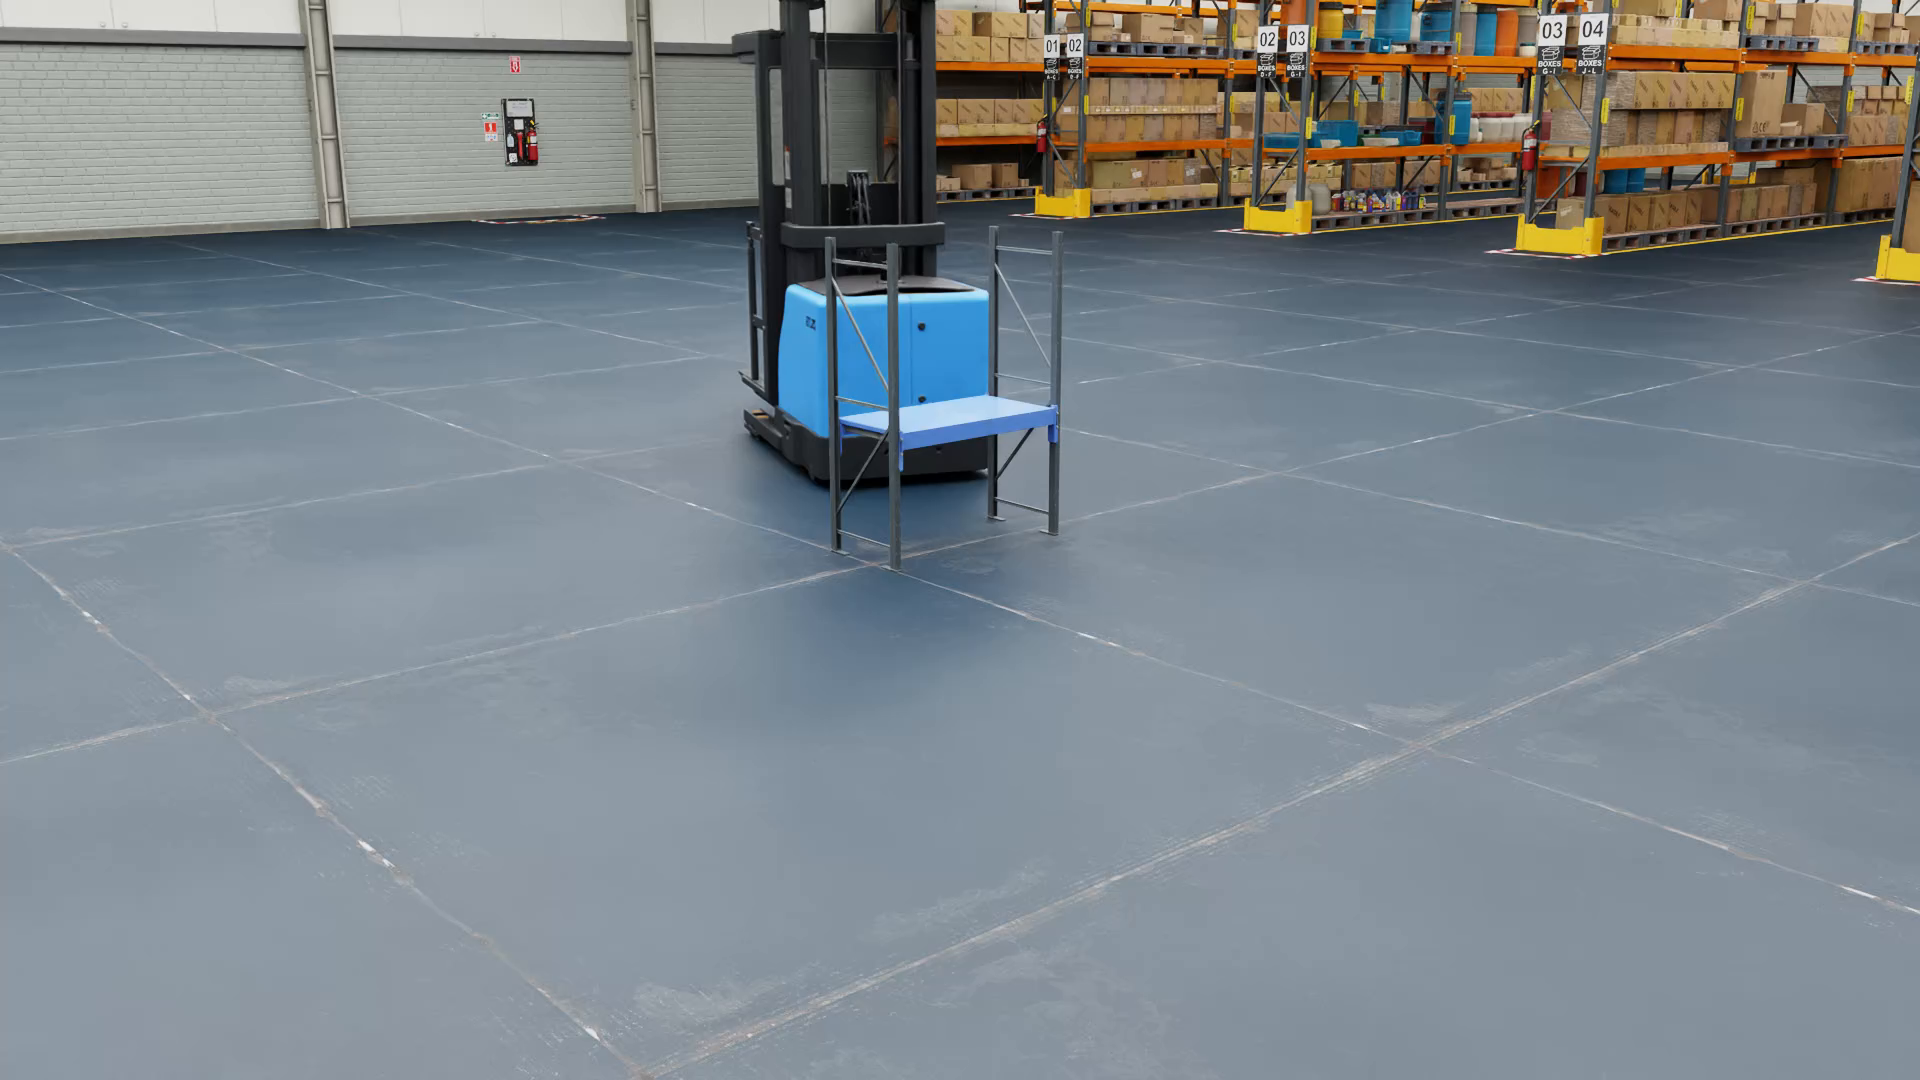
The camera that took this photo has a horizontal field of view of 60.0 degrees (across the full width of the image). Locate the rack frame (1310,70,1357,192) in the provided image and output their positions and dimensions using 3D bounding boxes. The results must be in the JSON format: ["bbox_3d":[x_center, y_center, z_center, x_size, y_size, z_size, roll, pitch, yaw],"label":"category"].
[{"bbox_3d":[7.940,-8.806,35.405,0.127,3.000,1.000,-13,19,-39],"label":"rack frame"}]

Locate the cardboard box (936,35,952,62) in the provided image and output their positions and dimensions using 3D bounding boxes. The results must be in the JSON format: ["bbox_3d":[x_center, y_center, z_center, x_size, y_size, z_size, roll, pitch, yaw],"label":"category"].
[{"bbox_3d":[-0.505,-10.014,33.881,0.500,0.500,0.500,-11,19,-36],"label":"cardboard box"}]

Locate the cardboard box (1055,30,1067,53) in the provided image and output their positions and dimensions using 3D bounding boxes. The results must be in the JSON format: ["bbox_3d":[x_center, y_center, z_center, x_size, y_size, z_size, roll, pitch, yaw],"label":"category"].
[{"bbox_3d":[2.133,-10.869,36.310,0.500,0.500,0.500,-9,18,-32],"label":"cardboard box"}]

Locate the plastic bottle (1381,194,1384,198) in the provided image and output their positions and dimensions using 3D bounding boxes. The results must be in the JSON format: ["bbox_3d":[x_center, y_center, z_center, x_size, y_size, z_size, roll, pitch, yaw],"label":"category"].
[{"bbox_3d":[7.291,-5.805,28.581,0.133,0.283,0.061,-13,19,-39],"label":"plastic bottle"}]

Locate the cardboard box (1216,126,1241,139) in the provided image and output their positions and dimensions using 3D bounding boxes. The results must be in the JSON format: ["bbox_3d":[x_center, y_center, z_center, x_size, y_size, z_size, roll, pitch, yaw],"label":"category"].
[{"bbox_3d":[5.265,-8.148,33.231,0.500,0.250,0.500,-11,19,-36],"label":"cardboard box"}]

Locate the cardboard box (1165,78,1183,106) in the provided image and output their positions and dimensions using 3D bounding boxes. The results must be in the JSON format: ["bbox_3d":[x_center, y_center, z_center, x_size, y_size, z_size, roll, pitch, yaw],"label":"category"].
[{"bbox_3d":[3.833,-8.556,31.763,0.500,0.500,0.700,-13,20,-39],"label":"cardboard box"}]

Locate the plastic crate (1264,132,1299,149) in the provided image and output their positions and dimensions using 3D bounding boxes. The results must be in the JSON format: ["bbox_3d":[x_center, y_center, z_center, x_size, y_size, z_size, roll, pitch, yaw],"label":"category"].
[{"bbox_3d":[5.335,-6.557,27.273,0.616,0.251,0.499,-13,19,-39],"label":"plastic crate"}]

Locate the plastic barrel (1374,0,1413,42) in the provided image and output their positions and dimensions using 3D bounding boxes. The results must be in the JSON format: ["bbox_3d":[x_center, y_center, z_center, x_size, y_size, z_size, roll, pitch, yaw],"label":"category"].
[{"bbox_3d":[7.350,-8.910,28.196,0.708,0.901,0.600,-13,19,-39],"label":"plastic barrel"}]

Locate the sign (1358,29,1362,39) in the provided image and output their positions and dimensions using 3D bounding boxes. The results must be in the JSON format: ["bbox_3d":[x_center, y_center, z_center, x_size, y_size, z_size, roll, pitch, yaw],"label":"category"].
[{"bbox_3d":[8.298,-10.434,34.531,0.005,0.325,0.100,-13,19,-39],"label":"sign"}]

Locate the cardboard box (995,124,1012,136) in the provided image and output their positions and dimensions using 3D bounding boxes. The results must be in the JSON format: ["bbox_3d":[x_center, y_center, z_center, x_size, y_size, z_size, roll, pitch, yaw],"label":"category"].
[{"bbox_3d":[0.759,-8.719,35.331,0.500,0.250,0.500,-13,20,-40],"label":"cardboard box"}]

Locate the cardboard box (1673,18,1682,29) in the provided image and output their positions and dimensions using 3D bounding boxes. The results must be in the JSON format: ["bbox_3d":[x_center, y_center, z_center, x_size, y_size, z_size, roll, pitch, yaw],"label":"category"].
[{"bbox_3d":[10.115,-7.404,23.863,0.250,0.149,0.380,-14,20,-41],"label":"cardboard box"}]

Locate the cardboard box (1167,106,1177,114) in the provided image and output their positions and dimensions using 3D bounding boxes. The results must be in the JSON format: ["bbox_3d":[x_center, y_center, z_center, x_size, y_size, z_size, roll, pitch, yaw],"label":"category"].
[{"bbox_3d":[3.899,-8.187,31.638,0.250,0.149,0.380,-12,19,-38],"label":"cardboard box"}]

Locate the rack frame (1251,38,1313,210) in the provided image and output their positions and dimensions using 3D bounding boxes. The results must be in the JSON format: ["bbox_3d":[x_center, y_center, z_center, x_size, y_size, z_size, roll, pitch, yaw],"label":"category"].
[{"bbox_3d":[5.154,-6.486,26.719,0.127,3.000,1.000,-13,19,-39],"label":"rack frame"}]

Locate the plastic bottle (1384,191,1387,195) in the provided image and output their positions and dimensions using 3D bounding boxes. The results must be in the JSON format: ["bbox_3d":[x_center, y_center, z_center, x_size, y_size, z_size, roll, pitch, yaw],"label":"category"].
[{"bbox_3d":[7.488,-6.014,29.364,0.133,0.283,0.061,-13,19,-39],"label":"plastic bottle"}]

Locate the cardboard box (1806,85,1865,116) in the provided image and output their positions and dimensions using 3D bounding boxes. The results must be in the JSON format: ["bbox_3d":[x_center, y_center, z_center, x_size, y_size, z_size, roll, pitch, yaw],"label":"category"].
[{"bbox_3d":[15.002,-7.530,28.492,0.637,0.503,0.797,-12,19,-38],"label":"cardboard box"}]

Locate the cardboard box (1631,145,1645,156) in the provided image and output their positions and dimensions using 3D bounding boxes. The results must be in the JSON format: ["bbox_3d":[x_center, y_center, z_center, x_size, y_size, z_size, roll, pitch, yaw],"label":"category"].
[{"bbox_3d":[9.545,-5.567,23.767,0.250,0.149,0.380,-13,19,-39],"label":"cardboard box"}]

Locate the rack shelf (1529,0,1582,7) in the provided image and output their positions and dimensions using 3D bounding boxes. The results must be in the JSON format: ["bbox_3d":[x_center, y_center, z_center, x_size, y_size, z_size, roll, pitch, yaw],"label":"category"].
[{"bbox_3d":[9.680,-9.860,29.894,4.000,0.370,1.077,-13,19,-39],"label":"rack shelf"}]

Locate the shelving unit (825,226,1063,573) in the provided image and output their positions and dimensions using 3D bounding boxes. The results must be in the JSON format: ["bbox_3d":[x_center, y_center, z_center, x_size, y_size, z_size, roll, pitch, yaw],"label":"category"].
[{"bbox_3d":[-0.064,-0.710,8.002,1.048,1.500,0.538,-13,19,-39],"label":"shelving unit"}]

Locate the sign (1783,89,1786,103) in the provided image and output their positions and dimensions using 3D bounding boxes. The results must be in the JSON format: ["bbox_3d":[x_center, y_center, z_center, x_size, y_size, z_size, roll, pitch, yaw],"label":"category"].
[{"bbox_3d":[14.073,-7.544,28.435,0.005,0.325,0.100,-13,19,-39],"label":"sign"}]

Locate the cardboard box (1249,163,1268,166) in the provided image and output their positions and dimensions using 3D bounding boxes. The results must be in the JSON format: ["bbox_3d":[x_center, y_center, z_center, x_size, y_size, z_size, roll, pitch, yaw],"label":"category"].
[{"bbox_3d":[6.188,-7.656,34.527,0.500,0.311,0.500,-13,20,-40],"label":"cardboard box"}]

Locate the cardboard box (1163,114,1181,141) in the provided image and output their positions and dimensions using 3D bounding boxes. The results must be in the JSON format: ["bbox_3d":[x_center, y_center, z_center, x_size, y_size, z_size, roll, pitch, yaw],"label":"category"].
[{"bbox_3d":[3.817,-7.925,31.914,0.500,0.500,0.700,-12,19,-39],"label":"cardboard box"}]

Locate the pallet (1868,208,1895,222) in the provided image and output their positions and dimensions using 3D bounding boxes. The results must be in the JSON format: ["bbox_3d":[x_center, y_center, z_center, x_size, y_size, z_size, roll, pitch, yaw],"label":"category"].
[{"bbox_3d":[16.004,-5.854,29.757,1.213,0.211,1.003,-13,19,-39],"label":"pallet"}]

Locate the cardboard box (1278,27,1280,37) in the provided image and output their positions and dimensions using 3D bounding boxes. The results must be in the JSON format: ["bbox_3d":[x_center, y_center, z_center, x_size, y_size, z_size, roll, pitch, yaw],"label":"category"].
[{"bbox_3d":[8.077,-12.601,41.631,0.500,0.500,0.500,-13,20,-40],"label":"cardboard box"}]

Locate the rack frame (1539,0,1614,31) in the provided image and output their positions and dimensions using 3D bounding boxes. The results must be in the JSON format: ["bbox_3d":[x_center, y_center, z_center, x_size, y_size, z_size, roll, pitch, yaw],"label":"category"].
[{"bbox_3d":[8.405,-8.420,22.334,0.127,3.000,1.000,-13,19,-39],"label":"rack frame"}]

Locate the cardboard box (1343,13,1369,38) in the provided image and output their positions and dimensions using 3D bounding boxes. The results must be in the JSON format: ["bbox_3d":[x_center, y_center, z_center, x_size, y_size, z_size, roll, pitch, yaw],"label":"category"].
[{"bbox_3d":[8.273,-10.859,35.148,0.500,0.500,0.500,-13,19,-39],"label":"cardboard box"}]

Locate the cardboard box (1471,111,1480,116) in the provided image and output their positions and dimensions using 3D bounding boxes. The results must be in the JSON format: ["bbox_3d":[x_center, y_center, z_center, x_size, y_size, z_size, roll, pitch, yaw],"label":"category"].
[{"bbox_3d":[11.521,-9.565,38.053,0.500,0.500,0.500,-12,19,-38],"label":"cardboard box"}]

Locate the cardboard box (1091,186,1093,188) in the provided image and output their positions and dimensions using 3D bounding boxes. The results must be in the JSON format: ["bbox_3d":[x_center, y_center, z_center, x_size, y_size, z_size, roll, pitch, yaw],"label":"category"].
[{"bbox_3d":[2.485,-6.561,31.513,0.500,0.250,0.500,-13,19,-39],"label":"cardboard box"}]

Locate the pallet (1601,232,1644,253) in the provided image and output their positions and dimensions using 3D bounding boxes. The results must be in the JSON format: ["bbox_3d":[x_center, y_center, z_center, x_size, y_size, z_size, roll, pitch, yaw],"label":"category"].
[{"bbox_3d":[9.099,-4.318,24.006,1.213,0.211,1.003,-13,19,-39],"label":"pallet"}]

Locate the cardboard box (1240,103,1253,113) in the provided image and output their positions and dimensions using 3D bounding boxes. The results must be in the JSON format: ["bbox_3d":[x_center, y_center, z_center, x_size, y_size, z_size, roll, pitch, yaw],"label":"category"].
[{"bbox_3d":[6.757,-10.350,40.376,0.500,0.500,0.500,-13,19,-39],"label":"cardboard box"}]

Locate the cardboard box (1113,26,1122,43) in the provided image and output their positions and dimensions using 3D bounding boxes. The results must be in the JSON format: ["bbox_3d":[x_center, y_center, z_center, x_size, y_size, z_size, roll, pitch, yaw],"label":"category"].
[{"bbox_3d":[3.020,-9.468,31.158,0.500,0.311,0.500,-10,18,-33],"label":"cardboard box"}]

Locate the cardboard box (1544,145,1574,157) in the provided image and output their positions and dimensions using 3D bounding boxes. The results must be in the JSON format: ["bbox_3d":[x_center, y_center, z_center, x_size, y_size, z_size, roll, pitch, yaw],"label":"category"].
[{"bbox_3d":[8.485,-5.489,23.472,0.250,0.149,0.380,-13,19,-39],"label":"cardboard box"}]

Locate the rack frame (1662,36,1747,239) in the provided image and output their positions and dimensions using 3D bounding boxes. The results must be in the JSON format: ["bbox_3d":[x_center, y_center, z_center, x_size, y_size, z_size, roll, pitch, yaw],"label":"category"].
[{"bbox_3d":[11.423,-6.199,25.645,0.127,3.000,1.000,-13,19,-39],"label":"rack frame"}]

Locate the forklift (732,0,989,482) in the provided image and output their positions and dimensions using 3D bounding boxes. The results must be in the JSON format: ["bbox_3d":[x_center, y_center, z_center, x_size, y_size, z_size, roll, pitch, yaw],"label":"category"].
[{"bbox_3d":[-0.764,-2.079,10.354,1.130,2.935,3.031,-5,16,-19],"label":"forklift"}]

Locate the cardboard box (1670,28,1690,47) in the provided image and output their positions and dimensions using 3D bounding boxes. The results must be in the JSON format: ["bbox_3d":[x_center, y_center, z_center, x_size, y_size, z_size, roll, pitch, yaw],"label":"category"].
[{"bbox_3d":[10.089,-7.190,23.835,0.500,0.250,0.500,-12,19,-38],"label":"cardboard box"}]

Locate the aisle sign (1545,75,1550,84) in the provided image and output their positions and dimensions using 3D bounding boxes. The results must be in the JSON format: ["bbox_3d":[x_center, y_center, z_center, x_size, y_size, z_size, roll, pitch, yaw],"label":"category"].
[{"bbox_3d":[14.228,-11.369,39.963,0.004,0.787,0.394,-13,19,-39],"label":"aisle sign"}]

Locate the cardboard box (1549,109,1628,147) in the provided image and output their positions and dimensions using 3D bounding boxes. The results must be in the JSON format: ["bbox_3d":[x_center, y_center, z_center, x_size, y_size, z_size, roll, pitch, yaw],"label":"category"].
[{"bbox_3d":[8.838,-5.801,23.386,0.500,0.500,0.875,-13,19,-39],"label":"cardboard box"}]

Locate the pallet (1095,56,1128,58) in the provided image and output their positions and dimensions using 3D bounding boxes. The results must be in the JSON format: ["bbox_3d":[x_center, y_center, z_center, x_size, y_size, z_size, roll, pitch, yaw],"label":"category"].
[{"bbox_3d":[2.984,-10.711,37.087,1.003,0.211,1.213,-13,19,-39],"label":"pallet"}]

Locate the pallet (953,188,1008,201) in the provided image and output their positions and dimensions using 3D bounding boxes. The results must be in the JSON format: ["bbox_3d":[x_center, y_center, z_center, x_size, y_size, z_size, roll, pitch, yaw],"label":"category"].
[{"bbox_3d":[0.264,-7.416,35.606,1.213,0.211,1.003,-13,19,-39],"label":"pallet"}]

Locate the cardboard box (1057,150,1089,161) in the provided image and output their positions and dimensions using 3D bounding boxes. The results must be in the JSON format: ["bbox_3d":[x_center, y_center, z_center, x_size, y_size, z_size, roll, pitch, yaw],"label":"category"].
[{"bbox_3d":[2.542,-8.662,37.406,0.500,0.250,0.500,-13,20,-41],"label":"cardboard box"}]

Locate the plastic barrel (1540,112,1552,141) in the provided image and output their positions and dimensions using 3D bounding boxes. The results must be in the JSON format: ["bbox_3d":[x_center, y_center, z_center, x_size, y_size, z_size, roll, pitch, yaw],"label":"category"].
[{"bbox_3d":[11.038,-7.769,31.259,0.708,0.536,0.600,-13,19,-39],"label":"plastic barrel"}]

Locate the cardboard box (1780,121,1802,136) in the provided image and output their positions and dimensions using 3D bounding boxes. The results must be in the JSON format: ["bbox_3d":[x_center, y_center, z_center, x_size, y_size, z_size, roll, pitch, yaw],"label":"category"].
[{"bbox_3d":[13.360,-6.680,26.891,0.258,0.266,0.396,-13,20,-41],"label":"cardboard box"}]

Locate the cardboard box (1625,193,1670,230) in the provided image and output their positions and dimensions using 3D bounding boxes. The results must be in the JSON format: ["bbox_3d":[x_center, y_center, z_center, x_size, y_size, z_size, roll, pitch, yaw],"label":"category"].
[{"bbox_3d":[10.251,-4.915,24.870,0.500,0.500,0.500,14,20,42],"label":"cardboard box"}]

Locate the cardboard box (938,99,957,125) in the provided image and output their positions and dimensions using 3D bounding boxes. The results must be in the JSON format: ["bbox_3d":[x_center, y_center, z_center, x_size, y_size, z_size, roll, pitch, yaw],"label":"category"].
[{"bbox_3d":[-0.413,-8.818,34.249,0.500,0.500,0.500,-13,19,-39],"label":"cardboard box"}]

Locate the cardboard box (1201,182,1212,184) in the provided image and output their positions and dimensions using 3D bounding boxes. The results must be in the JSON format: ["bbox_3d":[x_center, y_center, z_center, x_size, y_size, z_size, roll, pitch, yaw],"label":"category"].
[{"bbox_3d":[5.045,-7.129,33.643,0.500,0.250,0.500,-13,20,-40],"label":"cardboard box"}]

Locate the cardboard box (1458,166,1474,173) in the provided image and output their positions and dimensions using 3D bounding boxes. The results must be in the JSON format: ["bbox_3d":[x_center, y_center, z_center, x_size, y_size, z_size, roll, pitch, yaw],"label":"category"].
[{"bbox_3d":[11.767,-8.676,39.275,0.500,0.311,0.500,-13,19,-39],"label":"cardboard box"}]

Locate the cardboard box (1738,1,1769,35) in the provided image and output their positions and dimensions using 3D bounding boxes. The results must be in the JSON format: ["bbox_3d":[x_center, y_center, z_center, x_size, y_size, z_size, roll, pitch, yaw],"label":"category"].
[{"bbox_3d":[11.842,-7.961,25.417,0.637,0.503,0.797,-14,20,-42],"label":"cardboard box"}]

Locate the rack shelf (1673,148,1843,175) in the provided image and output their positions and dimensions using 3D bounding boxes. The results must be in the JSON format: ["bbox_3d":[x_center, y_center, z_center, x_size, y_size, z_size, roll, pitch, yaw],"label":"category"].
[{"bbox_3d":[12.931,-6.190,27.007,4.000,0.370,1.077,-13,19,-39],"label":"rack shelf"}]

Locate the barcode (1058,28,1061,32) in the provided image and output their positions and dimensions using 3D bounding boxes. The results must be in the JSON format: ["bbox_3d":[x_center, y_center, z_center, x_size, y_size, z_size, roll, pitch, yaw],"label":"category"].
[{"bbox_3d":[1.816,-9.325,30.412,0.075,0.075,0.001,-13,19,-39],"label":"barcode"}]

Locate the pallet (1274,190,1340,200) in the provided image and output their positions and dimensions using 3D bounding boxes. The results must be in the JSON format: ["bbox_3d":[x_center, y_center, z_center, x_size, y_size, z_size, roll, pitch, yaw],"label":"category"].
[{"bbox_3d":[7.294,-7.327,35.271,1.213,0.211,1.003,-13,19,-39],"label":"pallet"}]

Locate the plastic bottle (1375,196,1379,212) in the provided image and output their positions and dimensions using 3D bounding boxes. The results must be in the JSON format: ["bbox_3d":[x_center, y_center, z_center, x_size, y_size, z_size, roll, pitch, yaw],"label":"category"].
[{"bbox_3d":[7.060,-5.702,28.217,0.097,0.271,0.097,0,15,0],"label":"plastic bottle"}]

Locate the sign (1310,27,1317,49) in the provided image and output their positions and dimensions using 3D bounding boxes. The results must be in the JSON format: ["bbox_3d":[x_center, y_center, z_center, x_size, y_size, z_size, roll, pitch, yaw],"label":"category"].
[{"bbox_3d":[5.512,-7.831,25.927,0.005,0.325,0.100,-13,19,-39],"label":"sign"}]

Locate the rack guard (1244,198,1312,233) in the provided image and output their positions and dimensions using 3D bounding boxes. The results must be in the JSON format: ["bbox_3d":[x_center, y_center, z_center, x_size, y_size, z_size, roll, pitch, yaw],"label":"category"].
[{"bbox_3d":[5.180,-5.300,27.124,0.348,0.500,1.175,-13,19,-39],"label":"rack guard"}]

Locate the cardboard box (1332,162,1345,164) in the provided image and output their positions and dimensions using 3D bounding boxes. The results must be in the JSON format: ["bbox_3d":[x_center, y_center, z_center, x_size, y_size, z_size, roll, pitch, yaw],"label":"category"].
[{"bbox_3d":[8.492,-8.015,36.435,0.500,0.500,0.500,-12,19,-37],"label":"cardboard box"}]

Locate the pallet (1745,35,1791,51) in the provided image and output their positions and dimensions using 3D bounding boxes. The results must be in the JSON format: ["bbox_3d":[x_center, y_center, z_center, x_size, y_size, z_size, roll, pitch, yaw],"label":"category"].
[{"bbox_3d":[11.958,-7.641,25.596,1.003,0.211,1.213,-13,19,-39],"label":"pallet"}]

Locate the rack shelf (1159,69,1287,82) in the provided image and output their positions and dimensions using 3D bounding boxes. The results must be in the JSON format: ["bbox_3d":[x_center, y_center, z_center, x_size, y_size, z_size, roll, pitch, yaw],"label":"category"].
[{"bbox_3d":[6.194,-11.210,39.987,4.000,0.370,1.077,-13,19,-39],"label":"rack shelf"}]

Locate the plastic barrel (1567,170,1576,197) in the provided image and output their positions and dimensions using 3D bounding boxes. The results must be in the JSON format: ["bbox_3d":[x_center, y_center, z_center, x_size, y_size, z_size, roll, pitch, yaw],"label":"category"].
[{"bbox_3d":[11.914,-7.041,32.805,0.421,0.512,0.421,0,15,0],"label":"plastic barrel"}]
